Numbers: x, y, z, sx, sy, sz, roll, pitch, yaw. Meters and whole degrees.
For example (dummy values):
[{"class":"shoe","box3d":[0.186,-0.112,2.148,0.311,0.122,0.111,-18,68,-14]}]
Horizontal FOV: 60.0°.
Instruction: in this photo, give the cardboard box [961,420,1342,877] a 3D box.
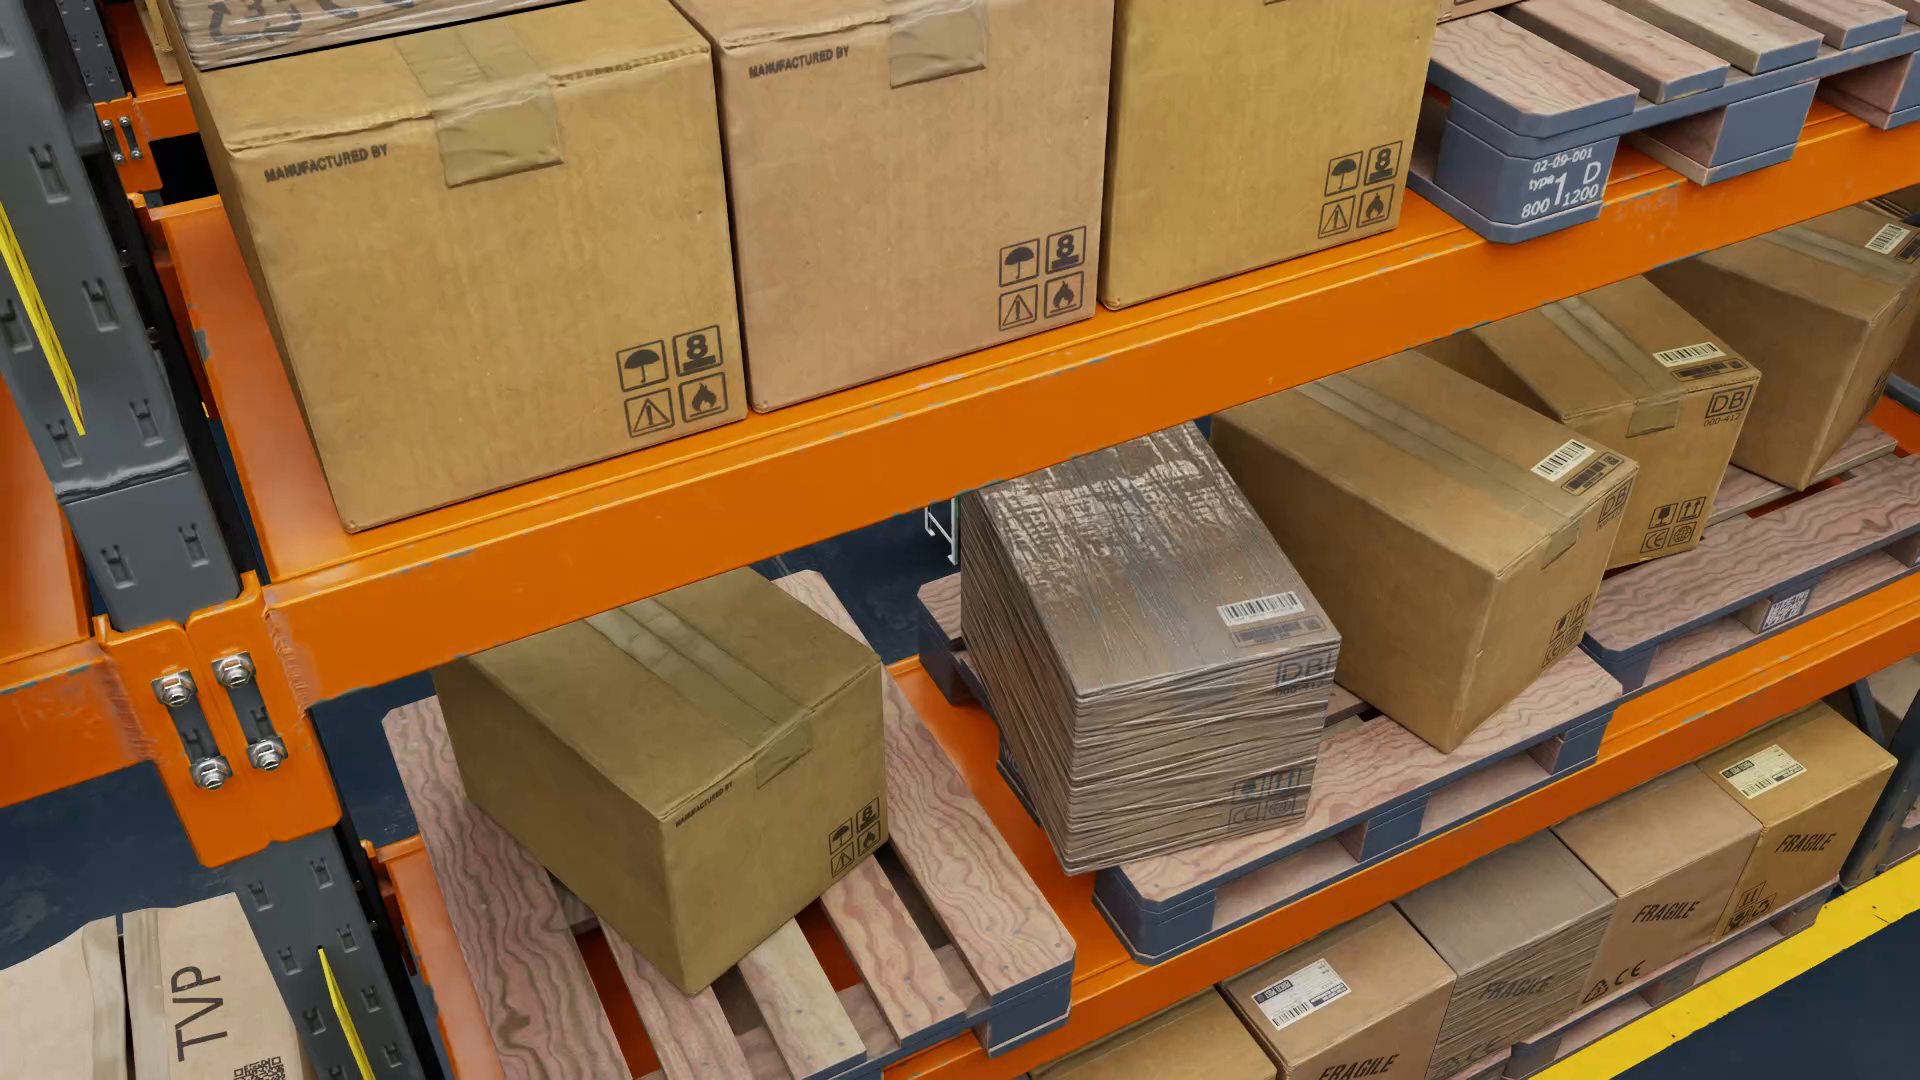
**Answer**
[{"class":"cardboard box","box3d":[0.339,0.192,3.300,0.500,0.500,0.700,-11,41,-13]}]

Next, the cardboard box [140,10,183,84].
[{"class":"cardboard box","box3d":[-2.959,-1.909,6.362,0.250,0.149,0.380,-19,44,-21]}]

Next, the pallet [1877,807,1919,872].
[{"class":"pallet","box3d":[3.091,0.472,5.529,1.213,0.211,1.003,-19,44,-21]}]

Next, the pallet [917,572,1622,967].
[{"class":"pallet","box3d":[0.656,0.296,3.727,1.213,0.211,1.003,-19,44,-21]}]

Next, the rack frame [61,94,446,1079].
[{"class":"rack frame","box3d":[-1.066,0.806,2.976,0.127,3.000,1.000,-19,44,-21]}]

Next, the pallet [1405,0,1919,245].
[{"class":"pallet","box3d":[0.952,-0.995,2.928,1.003,0.211,1.213,-19,44,-21]}]

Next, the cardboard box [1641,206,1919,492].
[{"class":"cardboard box","box3d":[1.958,-0.573,4.203,0.700,0.500,0.500,31,49,31]}]

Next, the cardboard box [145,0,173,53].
[{"class":"cardboard box","box3d":[-2.809,-2.189,6.191,0.500,0.500,0.500,-17,43,-19]}]

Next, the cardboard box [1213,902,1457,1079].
[{"class":"cardboard box","box3d":[0.839,1.155,4.158,0.500,0.500,0.500,-20,44,-22]}]

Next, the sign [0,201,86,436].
[{"class":"sign","box3d":[-0.817,-0.246,1.436,0.005,0.325,0.100,-19,44,-21]}]

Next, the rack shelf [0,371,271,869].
[{"class":"rack shelf","box3d":[-2.840,0.533,1.534,4.000,0.370,1.077,-19,44,-21]}]

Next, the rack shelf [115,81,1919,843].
[{"class":"rack shelf","box3d":[0.707,-0.661,2.944,4.000,0.370,1.077,-19,44,-21]}]

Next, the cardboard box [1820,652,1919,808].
[{"class":"cardboard box","box3d":[2.954,0.469,5.114,0.500,0.311,0.500,-19,44,-21]}]

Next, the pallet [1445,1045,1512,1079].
[{"class":"pallet","box3d":[0.694,1.308,4.542,1.213,0.211,1.003,-19,44,-21]}]

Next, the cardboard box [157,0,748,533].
[{"class":"cardboard box","box3d":[-0.695,-0.526,2.151,0.500,0.500,0.910,-19,44,-21]}]

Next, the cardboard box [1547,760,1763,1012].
[{"class":"cardboard box","box3d":[1.734,0.853,4.515,0.500,0.500,0.500,-18,44,-20]}]

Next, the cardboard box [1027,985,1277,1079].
[{"class":"cardboard box","box3d":[0.378,1.314,3.970,0.500,0.500,0.500,-19,44,-21]}]

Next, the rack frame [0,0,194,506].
[{"class":"rack frame","box3d":[-1.066,-1.484,1.038,0.127,3.000,1.000,-19,44,-21]}]

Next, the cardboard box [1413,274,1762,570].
[{"class":"cardboard box","box3d":[1.377,-0.331,3.917,0.500,0.500,0.700,-12,42,-14]}]

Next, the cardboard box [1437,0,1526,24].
[{"class":"cardboard box","box3d":[0.819,-1.261,2.617,0.600,0.600,0.600,-20,44,-22]}]

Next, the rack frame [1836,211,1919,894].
[{"class":"rack frame","box3d":[2.481,-0.388,4.386,0.127,3.000,1.000,-19,44,-21]}]

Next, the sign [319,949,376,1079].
[{"class":"sign","box3d":[-0.807,0.681,2.227,0.005,0.325,0.100,-19,44,-21]}]

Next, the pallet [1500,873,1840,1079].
[{"class":"pallet","box3d":[1.777,0.941,4.975,1.213,0.211,1.003,-19,44,-21]}]

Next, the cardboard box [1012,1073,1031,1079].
[{"class":"cardboard box","box3d":[-0.069,1.461,3.797,0.500,0.500,0.500,-20,44,-22]}]

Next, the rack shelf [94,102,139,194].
[{"class":"rack shelf","box3d":[-5.132,-1.160,5.855,4.000,0.370,1.077,-19,44,-21]}]

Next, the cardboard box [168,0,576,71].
[{"class":"cardboard box","box3d":[-0.677,-0.885,1.801,0.500,0.500,0.500,-19,44,-21]}]

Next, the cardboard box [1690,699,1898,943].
[{"class":"cardboard box","box3d":[2.176,0.710,4.684,0.500,0.500,0.500,-19,44,-21]}]

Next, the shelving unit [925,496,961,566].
[{"class":"shelving unit","box3d":[0.147,-0.507,5.921,0.503,1.200,0.258,-19,44,-21]}]

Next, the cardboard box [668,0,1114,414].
[{"class":"cardboard box","box3d":[-0.243,-0.679,2.331,0.500,0.500,0.910,-19,44,-21]}]

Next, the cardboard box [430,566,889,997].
[{"class":"cardboard box","box3d":[-0.560,0.355,3.106,0.700,0.500,0.500,31,49,31]}]

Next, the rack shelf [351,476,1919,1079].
[{"class":"rack shelf","box3d":[0.707,0.484,3.914,4.000,0.370,1.077,-19,44,-21]}]

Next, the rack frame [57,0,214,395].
[{"class":"rack frame","box3d":[-3.358,-2.031,6.328,0.127,3.000,1.000,-19,44,-21]}]

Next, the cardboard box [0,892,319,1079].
[{"class":"cardboard box","box3d":[-1.409,0.924,2.906,0.500,0.311,0.500,-16,43,-18]}]

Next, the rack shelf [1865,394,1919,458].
[{"class":"rack shelf","box3d":[4.255,-0.710,5.324,4.000,0.370,1.077,-19,44,-21]}]

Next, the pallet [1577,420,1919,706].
[{"class":"pallet","box3d":[1.722,-0.138,4.240,1.213,0.211,1.003,-19,44,-21]}]

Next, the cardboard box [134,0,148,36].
[{"class":"cardboard box","box3d":[-3.187,-2.187,6.691,0.250,0.149,0.380,-18,43,-20]}]

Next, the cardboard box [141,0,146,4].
[{"class":"cardboard box","box3d":[-3.061,-2.483,6.538,0.500,0.500,0.500,-18,44,-20]}]

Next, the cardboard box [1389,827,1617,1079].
[{"class":"cardboard box","box3d":[1.289,1.002,4.339,0.500,0.500,0.500,-18,43,-20]}]

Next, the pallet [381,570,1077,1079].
[{"class":"pallet","box3d":[-0.498,0.637,3.325,1.003,0.211,1.213,-19,44,-21]}]

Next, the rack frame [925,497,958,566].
[{"class":"rack frame","box3d":[-0.070,-0.435,5.835,0.015,1.200,0.240,-19,44,-21]}]

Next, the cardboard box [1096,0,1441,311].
[{"class":"cardboard box","box3d":[0.219,-0.834,2.514,0.500,0.500,0.910,-19,44,-21]}]

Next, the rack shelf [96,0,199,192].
[{"class":"rack shelf","box3d":[-1.584,-2.354,7.266,4.000,0.370,1.077,-19,44,-21]}]

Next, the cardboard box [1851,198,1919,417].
[{"class":"cardboard box","box3d":[2.806,-0.722,4.704,0.500,0.500,0.500,-18,43,-20]}]

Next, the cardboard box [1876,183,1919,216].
[{"class":"cardboard box","box3d":[2.810,-1.107,4.385,0.500,0.500,0.500,-18,44,-20]}]

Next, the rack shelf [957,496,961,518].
[{"class":"rack shelf","box3d":[0.147,-0.275,6.117,0.480,0.148,0.258,-19,44,-21]}]

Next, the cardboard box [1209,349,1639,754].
[{"class":"cardboard box","box3d":[0.943,-0.023,3.554,0.500,0.500,0.700,-30,49,-31]}]
